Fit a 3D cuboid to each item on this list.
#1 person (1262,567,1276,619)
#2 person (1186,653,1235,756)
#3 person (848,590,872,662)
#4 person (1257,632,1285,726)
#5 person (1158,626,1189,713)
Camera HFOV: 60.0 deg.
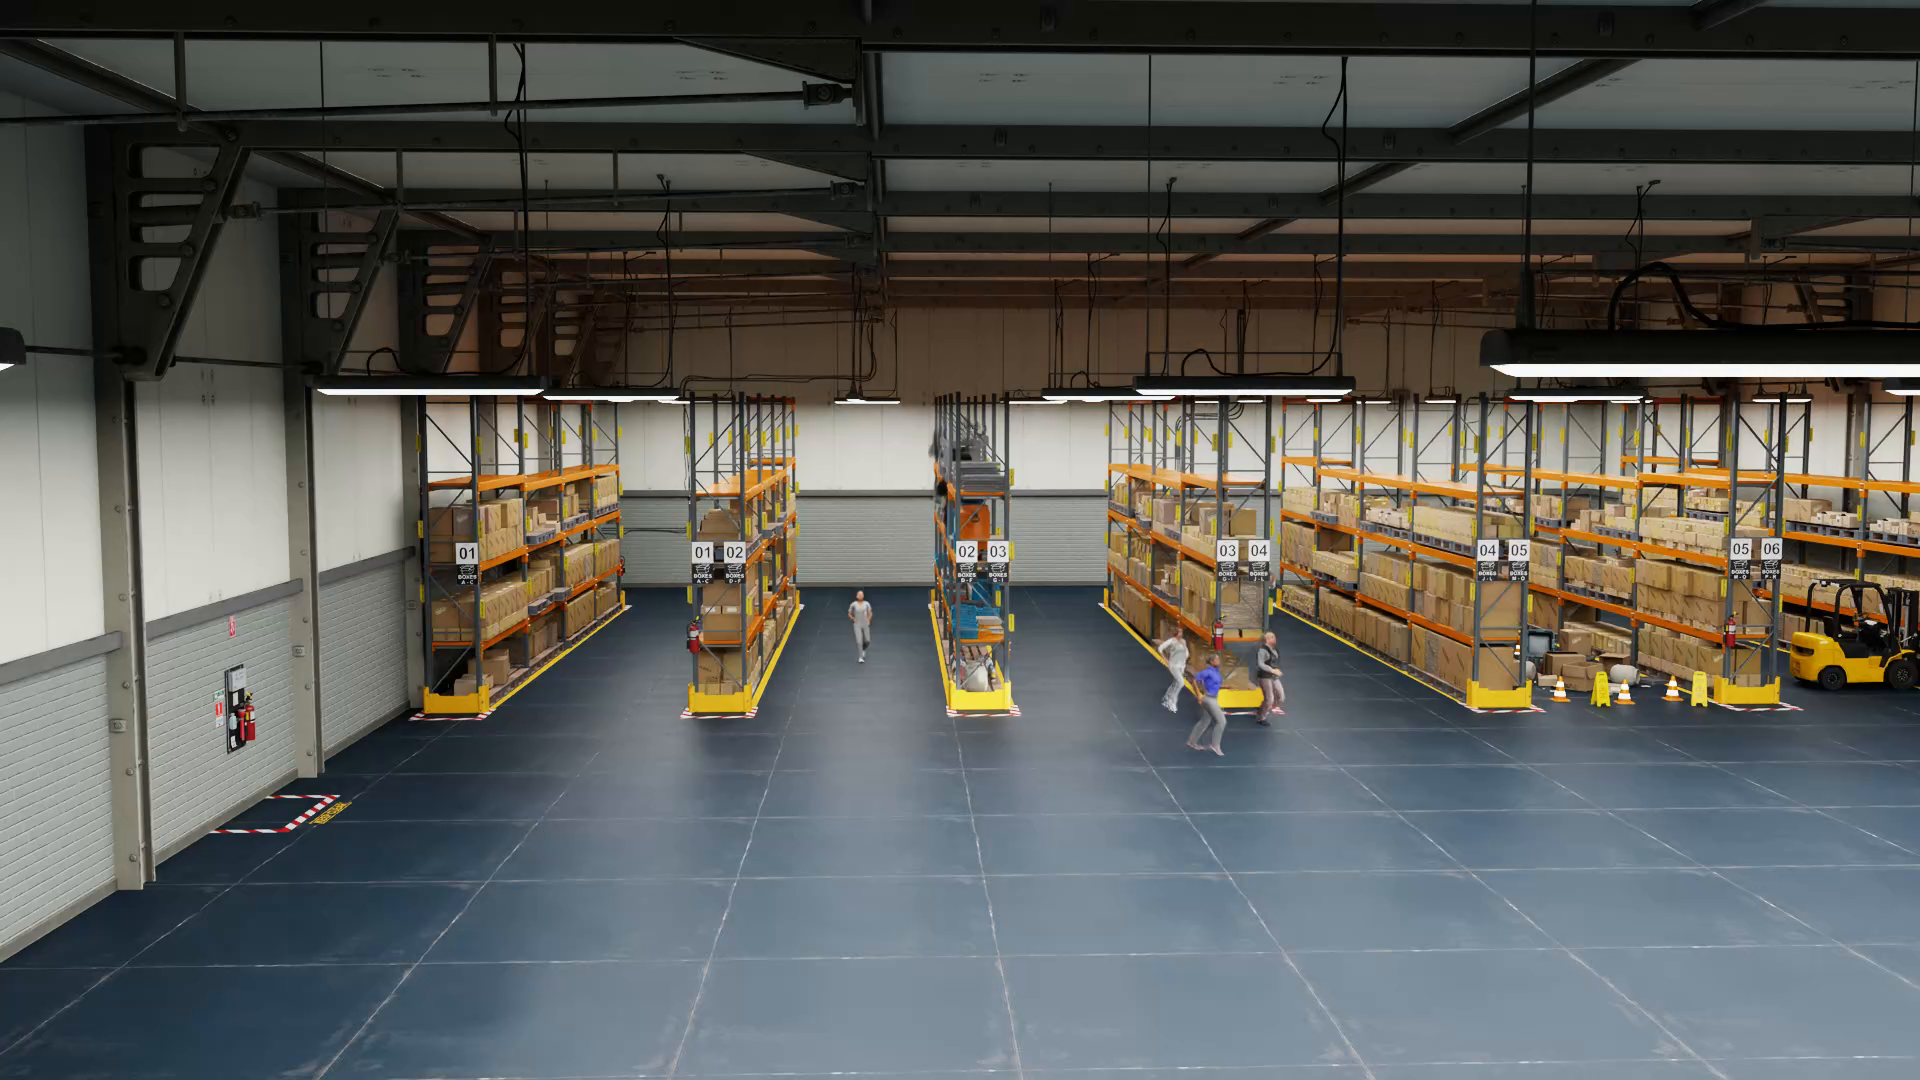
[{"bbox_3d":[8.073,1.307,44.178,0.673,1.749,0.634,0,5,4],"label":"person"},{"bbox_3d":[4.126,2.711,27.383,0.827,1.712,0.537,2,5,21],"label":"person"},{"bbox_3d":[-2.230,1.924,37.282,0.561,1.621,0.584,-1,5,-14],"label":"person"},{"bbox_3d":[5.596,2.492,29.838,0.584,1.686,0.692,4,6,42],"label":"person"},{"bbox_3d":[4.062,2.427,31.346,0.534,1.607,0.613,-4,6,-41],"label":"person"}]
